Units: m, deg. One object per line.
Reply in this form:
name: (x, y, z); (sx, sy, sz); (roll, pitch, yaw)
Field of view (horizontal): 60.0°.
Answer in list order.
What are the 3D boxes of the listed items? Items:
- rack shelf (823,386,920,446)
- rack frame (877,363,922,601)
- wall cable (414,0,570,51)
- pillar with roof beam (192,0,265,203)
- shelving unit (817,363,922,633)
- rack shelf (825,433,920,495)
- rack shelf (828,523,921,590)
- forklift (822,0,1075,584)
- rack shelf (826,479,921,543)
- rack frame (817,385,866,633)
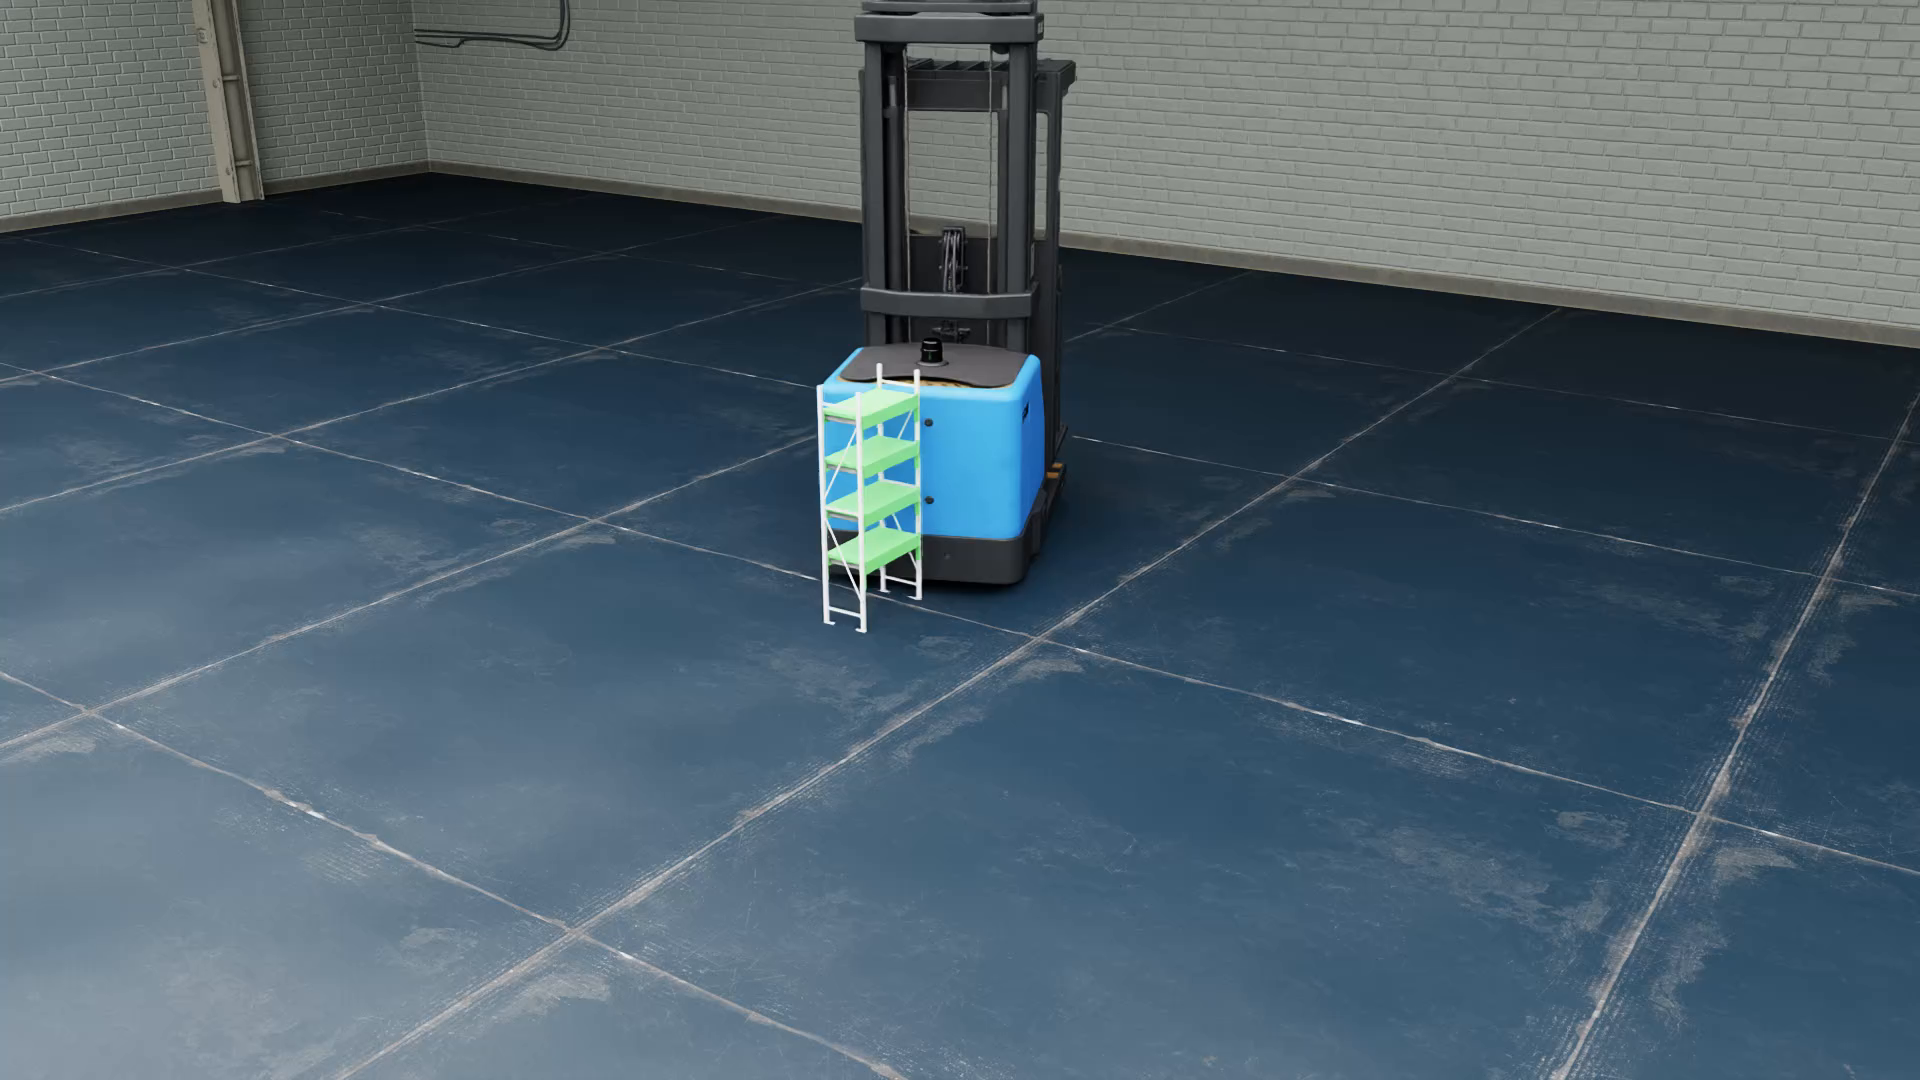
rack shelf: (-0.430, -0.597, 7.950); (0.258, 0.148, 0.480); (12, 24, 30)
rack frame: (-0.300, -0.278, 8.288); (0.240, 1.200, 0.015); (12, 24, 30)
wall cable: (-6.174, -7.587, 21.281); (3.097, 2.526, 0.112); (13, 24, 32)
pillar with roof beam: (-5.364, -7.617, 16.885); (9.100, 9.000, 0.400); (13, 24, 32)
shelving unit: (-0.430, -0.207, 8.094); (0.258, 1.200, 0.503); (12, 24, 30)
rack shelf: (-0.430, -0.372, 8.033); (0.258, 0.148, 0.480); (12, 24, 30)
rack shelf: (-0.430, 0.078, 8.199); (0.258, 0.148, 0.480); (12, 24, 30)
forklift: (0.045, -1.625, 9.434); (1.130, 2.935, 3.031); (3, 21, 9)
rack shelf: (-0.430, -0.147, 8.116); (0.258, 0.148, 0.480); (12, 24, 30)
rack frame: (-0.560, -0.135, 7.900); (0.240, 1.200, 0.015); (12, 24, 30)
